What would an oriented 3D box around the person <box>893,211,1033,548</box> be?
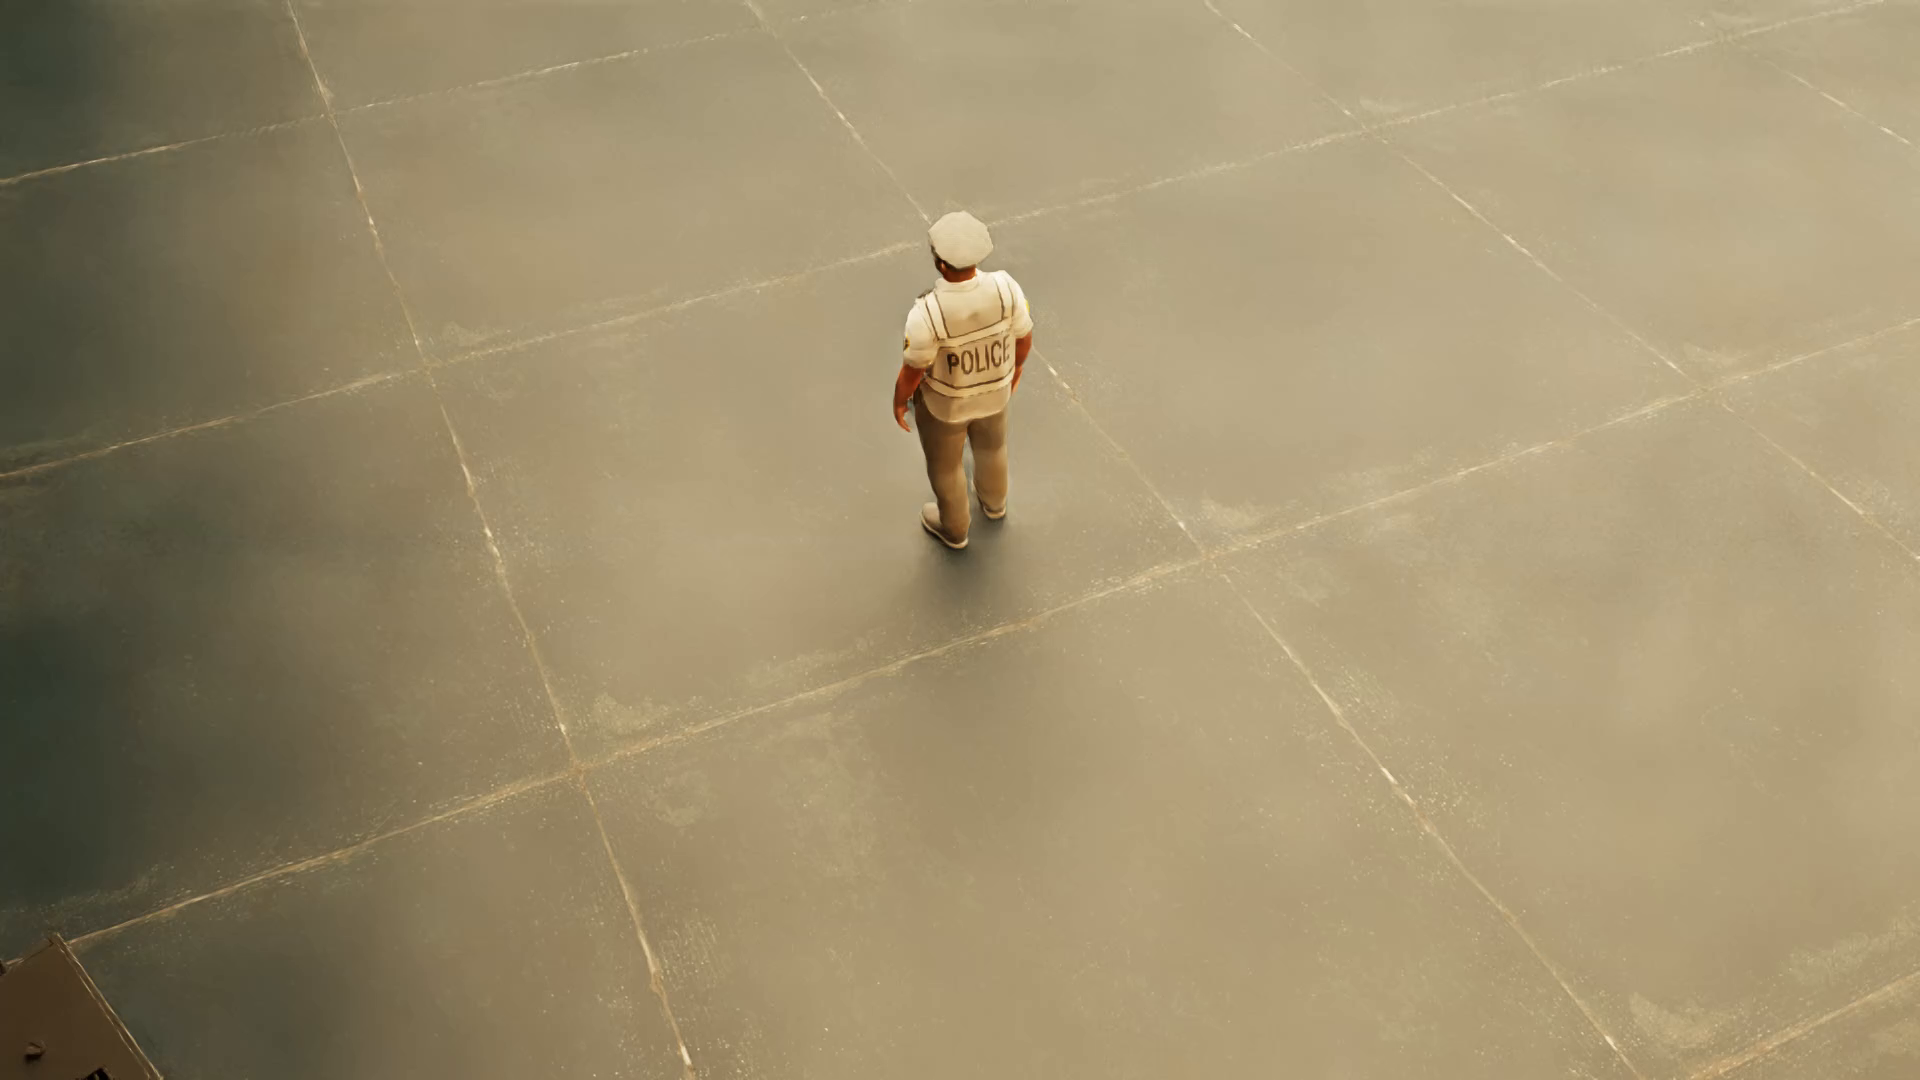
[{"bbox_3d":[-0.022,-0.708,7.271,0.640,1.778,0.574,-18,46,-18],"label":"person"}]
